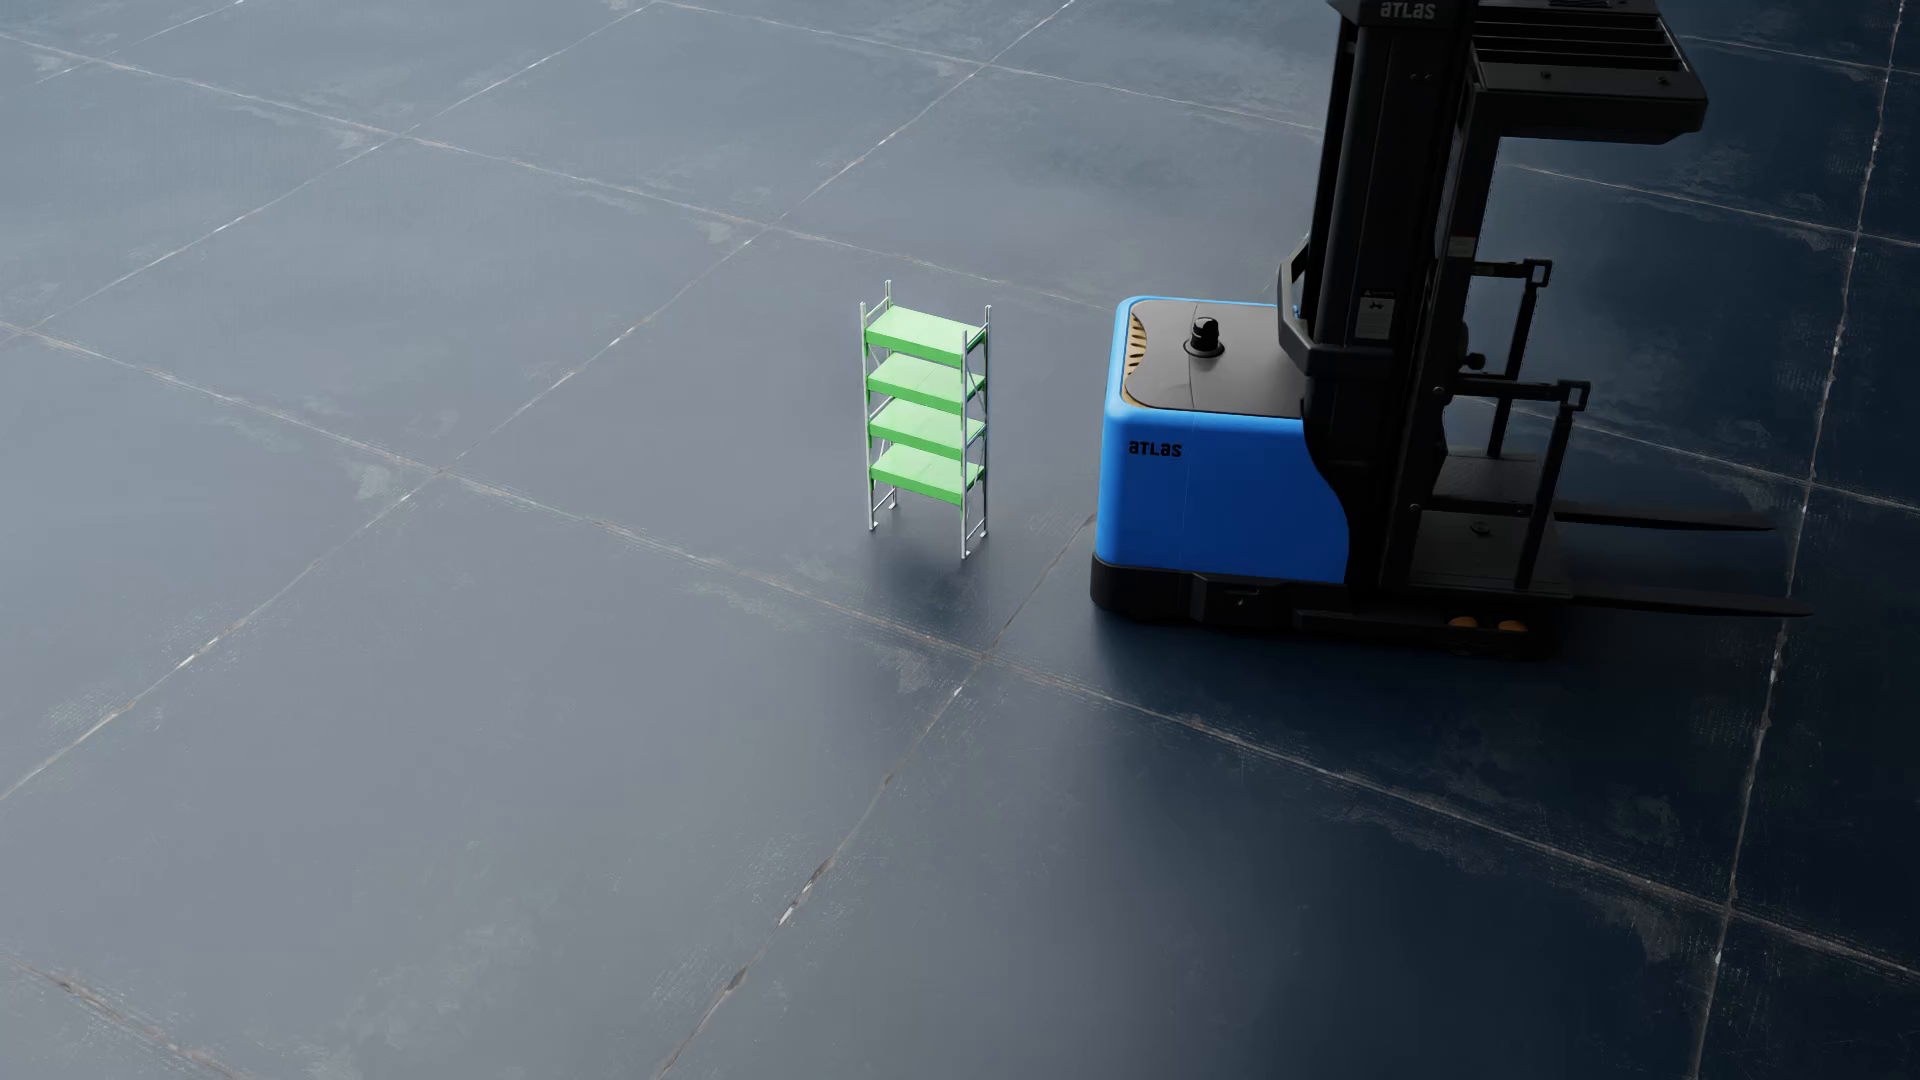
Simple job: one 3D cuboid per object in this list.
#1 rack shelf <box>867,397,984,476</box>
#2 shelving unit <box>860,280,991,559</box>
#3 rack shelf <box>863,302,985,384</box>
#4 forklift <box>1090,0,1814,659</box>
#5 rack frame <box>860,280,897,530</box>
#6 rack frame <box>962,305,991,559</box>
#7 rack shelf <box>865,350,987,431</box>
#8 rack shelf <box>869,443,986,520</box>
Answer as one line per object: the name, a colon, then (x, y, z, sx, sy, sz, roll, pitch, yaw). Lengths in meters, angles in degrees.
rack shelf: (-0.147, -0.473, 7.487, 0.480, 0.148, 0.258, 17, 41, 21)
shelving unit: (-0.147, -0.524, 7.448, 0.503, 1.200, 0.258, 17, 41, 21)
rack shelf: (-0.147, -0.855, 7.196, 0.480, 0.148, 0.258, 17, 41, 21)
forklift: (2.130, -1.004, 6.649, 3.031, 2.935, 1.130, 5, 37, 6)
rack frame: (-0.364, -0.592, 7.537, 0.015, 1.200, 0.240, 17, 41, 21)
rack frame: (0.070, -0.456, 7.358, 0.015, 1.200, 0.240, 17, 41, 21)
rack shelf: (-0.147, -0.664, 7.341, 0.480, 0.148, 0.258, 17, 41, 21)
rack shelf: (-0.147, -0.282, 7.632, 0.480, 0.148, 0.258, 17, 41, 21)
